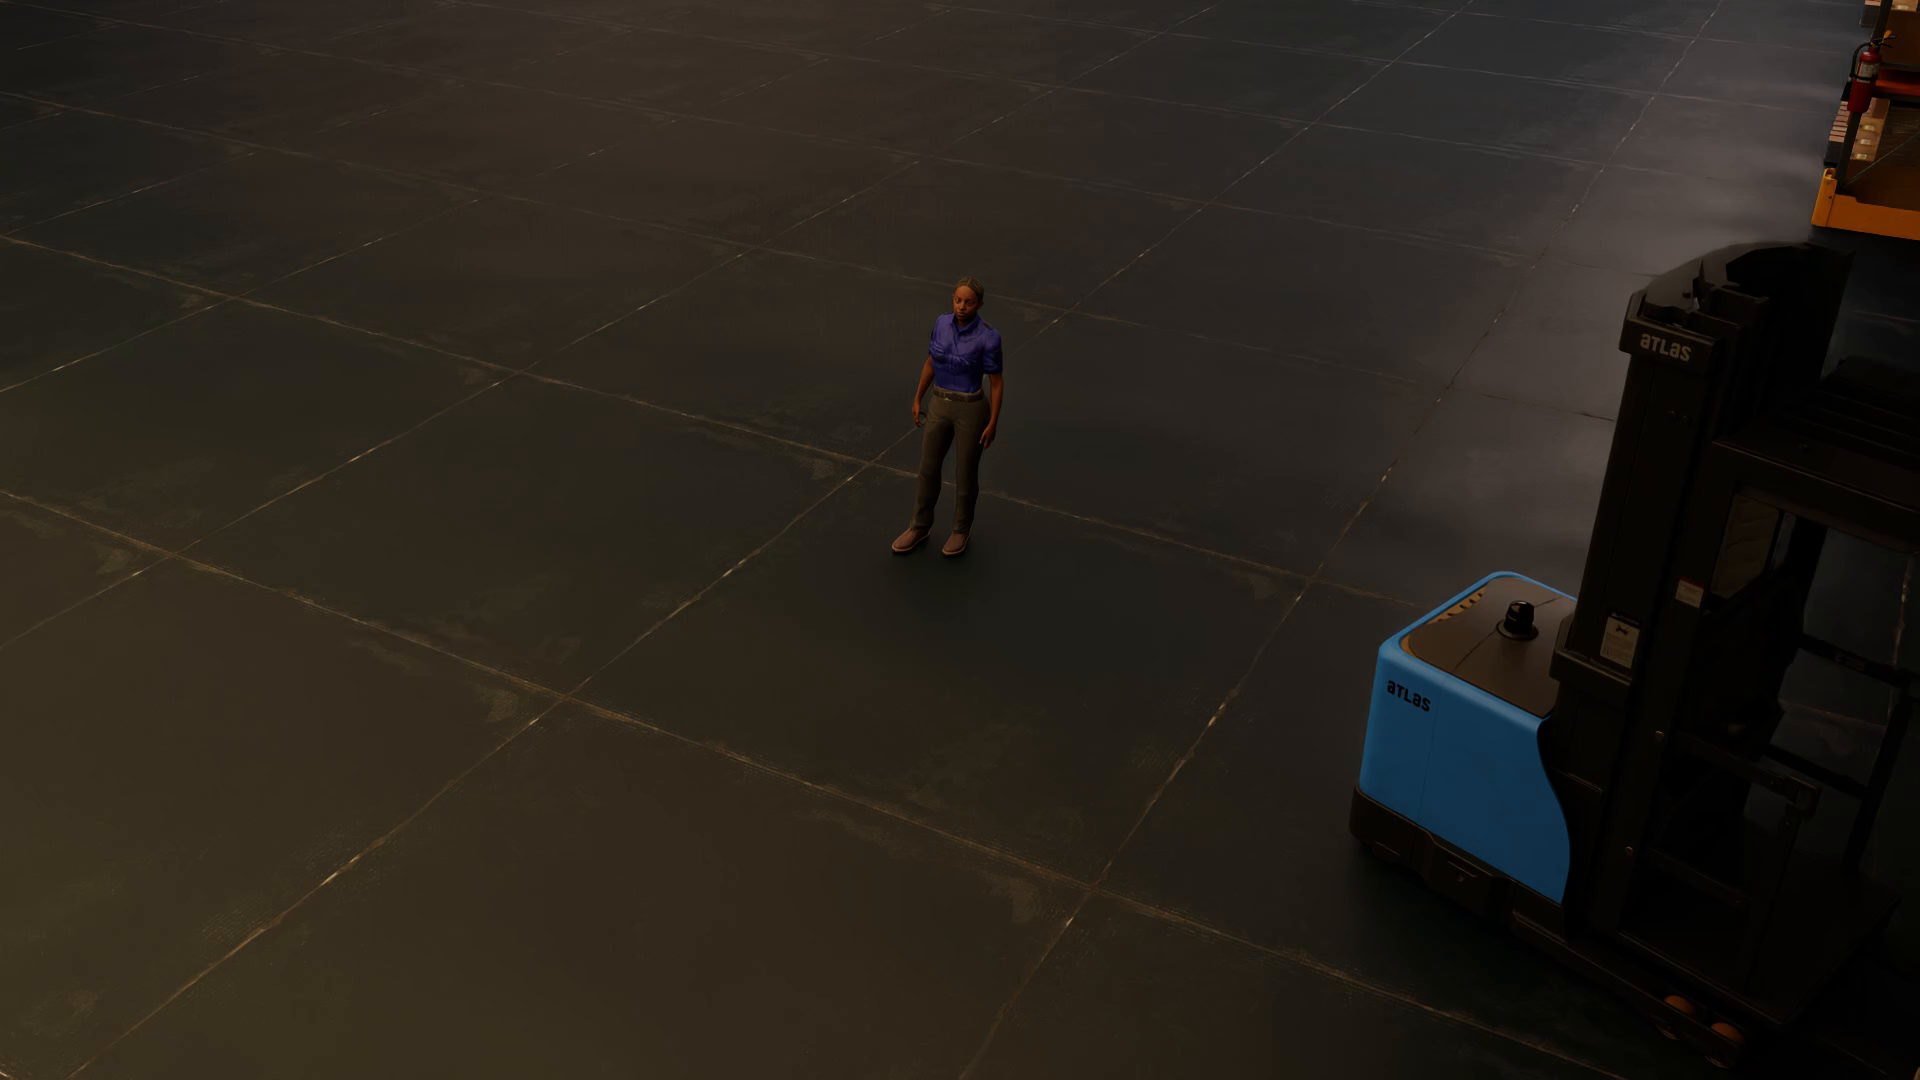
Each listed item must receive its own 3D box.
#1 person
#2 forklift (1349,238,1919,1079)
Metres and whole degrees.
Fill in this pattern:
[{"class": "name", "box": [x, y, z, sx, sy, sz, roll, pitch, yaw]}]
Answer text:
[{"class": "person", "box": [-0.060, -0.690, 9.527, 0.569, 1.656, 0.503, 15, 33, 25]}, {"class": "forklift", "box": [3.140, 0.486, 6.228, 1.130, 2.935, 3.031, -25, 38, -36]}]
